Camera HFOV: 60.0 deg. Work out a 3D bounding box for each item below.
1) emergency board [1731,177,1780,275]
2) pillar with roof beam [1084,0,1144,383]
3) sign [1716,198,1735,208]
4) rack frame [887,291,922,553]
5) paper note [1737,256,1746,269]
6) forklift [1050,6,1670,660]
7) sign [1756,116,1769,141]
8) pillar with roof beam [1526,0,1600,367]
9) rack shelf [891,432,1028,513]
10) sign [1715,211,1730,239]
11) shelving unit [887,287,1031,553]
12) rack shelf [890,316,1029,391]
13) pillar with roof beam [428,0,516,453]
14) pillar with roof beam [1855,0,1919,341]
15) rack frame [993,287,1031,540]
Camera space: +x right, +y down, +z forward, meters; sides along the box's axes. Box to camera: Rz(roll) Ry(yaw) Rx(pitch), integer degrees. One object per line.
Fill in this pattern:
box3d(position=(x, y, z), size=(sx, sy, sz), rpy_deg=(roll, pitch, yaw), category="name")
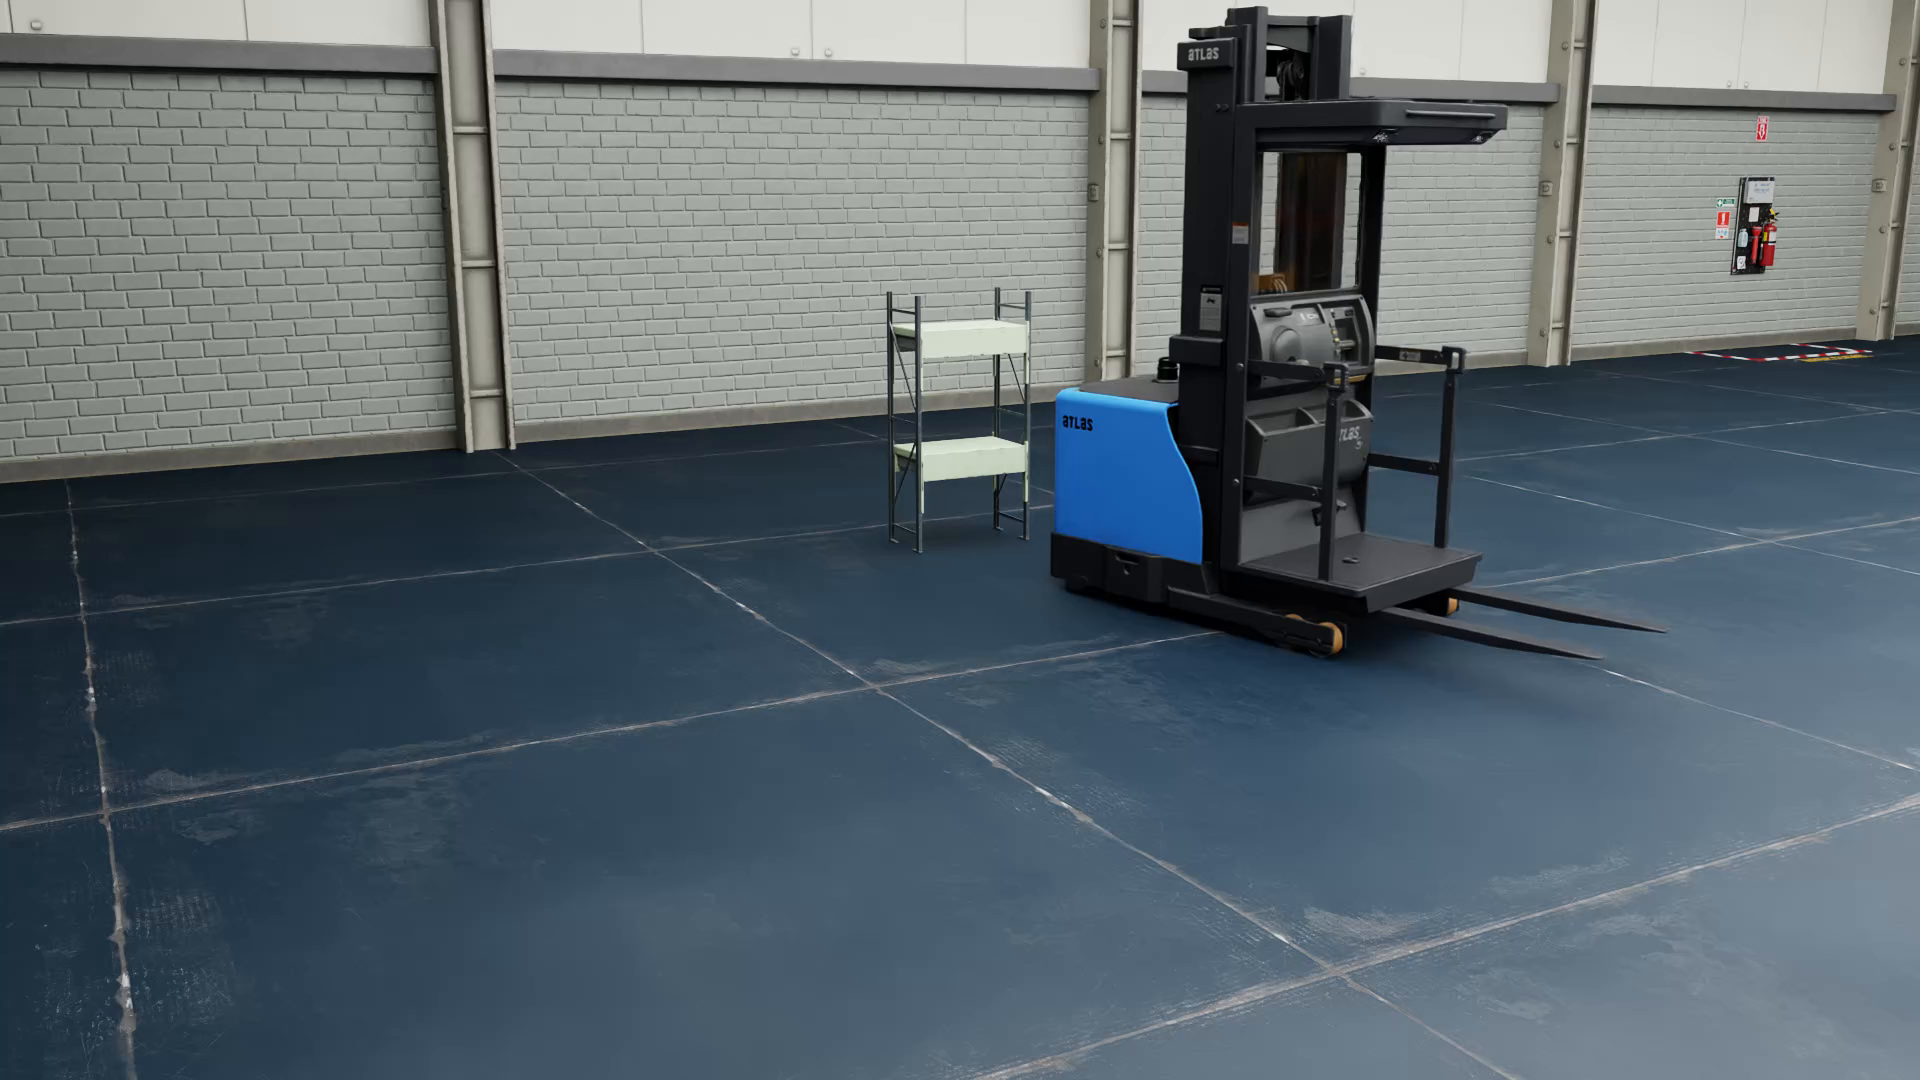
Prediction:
box3d(position=(9.799, -3.846, 20.369), size=(0.643, 1.169, 0.194), rpy_deg=(-7, 14, -28), category="emergency board")
box3d(position=(3.516, -4.934, 11.537), size=(0.400, 9.000, 9.100), rpy_deg=(-7, 14, -28), category="pillar with roof beam")
box3d(position=(9.272, -4.083, 20.131), size=(0.331, 0.109, 0.001), rpy_deg=(-7, 14, -28), category="sign")
box3d(position=(-0.327, -0.692, 9.770), size=(0.023, 1.500, 0.400), rpy_deg=(-7, 14, -28), category="rack frame")
box3d(position=(9.610, -3.411, 20.442), size=(0.142, 0.148, 0.016), rpy_deg=(-7, 14, -28), category="paper note")
box3d(position=(1.860, -1.011, 7.927), size=(1.130, 2.935, 3.031), rpy_deg=(-12, 17, -42), category="forklift")
box3d(position=(9.744, -4.996, 20.196), size=(0.199, 0.298, 0.001), rpy_deg=(-7, 14, -28), category="sign")
box3d(position=(8.783, -5.565, 14.341), size=(0.400, 9.000, 9.100), rpy_deg=(-7, 14, -28), category="pillar with roof beam")
box3d(position=(-0.006, -0.413, 10.013), size=(0.720, 0.370, 0.431), rpy_deg=(-7, 14, -28), category="rack shelf")
box3d(position=(9.264, -3.826, 20.194), size=(0.234, 0.329, 0.001), rpy_deg=(-7, 14, -28), category="sign")
box3d(position=(-0.006, -0.731, 9.941), size=(0.755, 1.500, 0.431), rpy_deg=(-7, 14, -28), category="shelving unit")
box3d(position=(-0.006, -1.112, 9.856), size=(0.720, 0.370, 0.431), rpy_deg=(-7, 14, -28), category="rack shelf")
box3d(position=(-1.750, -4.303, 8.732), size=(0.400, 9.000, 9.100), rpy_deg=(-7, 14, -28), category="pillar with roof beam")
box3d(position=(14.049, -6.196, 17.146), size=(0.400, 9.000, 9.100), rpy_deg=(-7, 14, -28), category="pillar with roof beam")
box3d(position=(0.315, -0.769, 10.112), size=(0.023, 1.500, 0.400), rpy_deg=(-7, 14, -28), category="rack frame")
